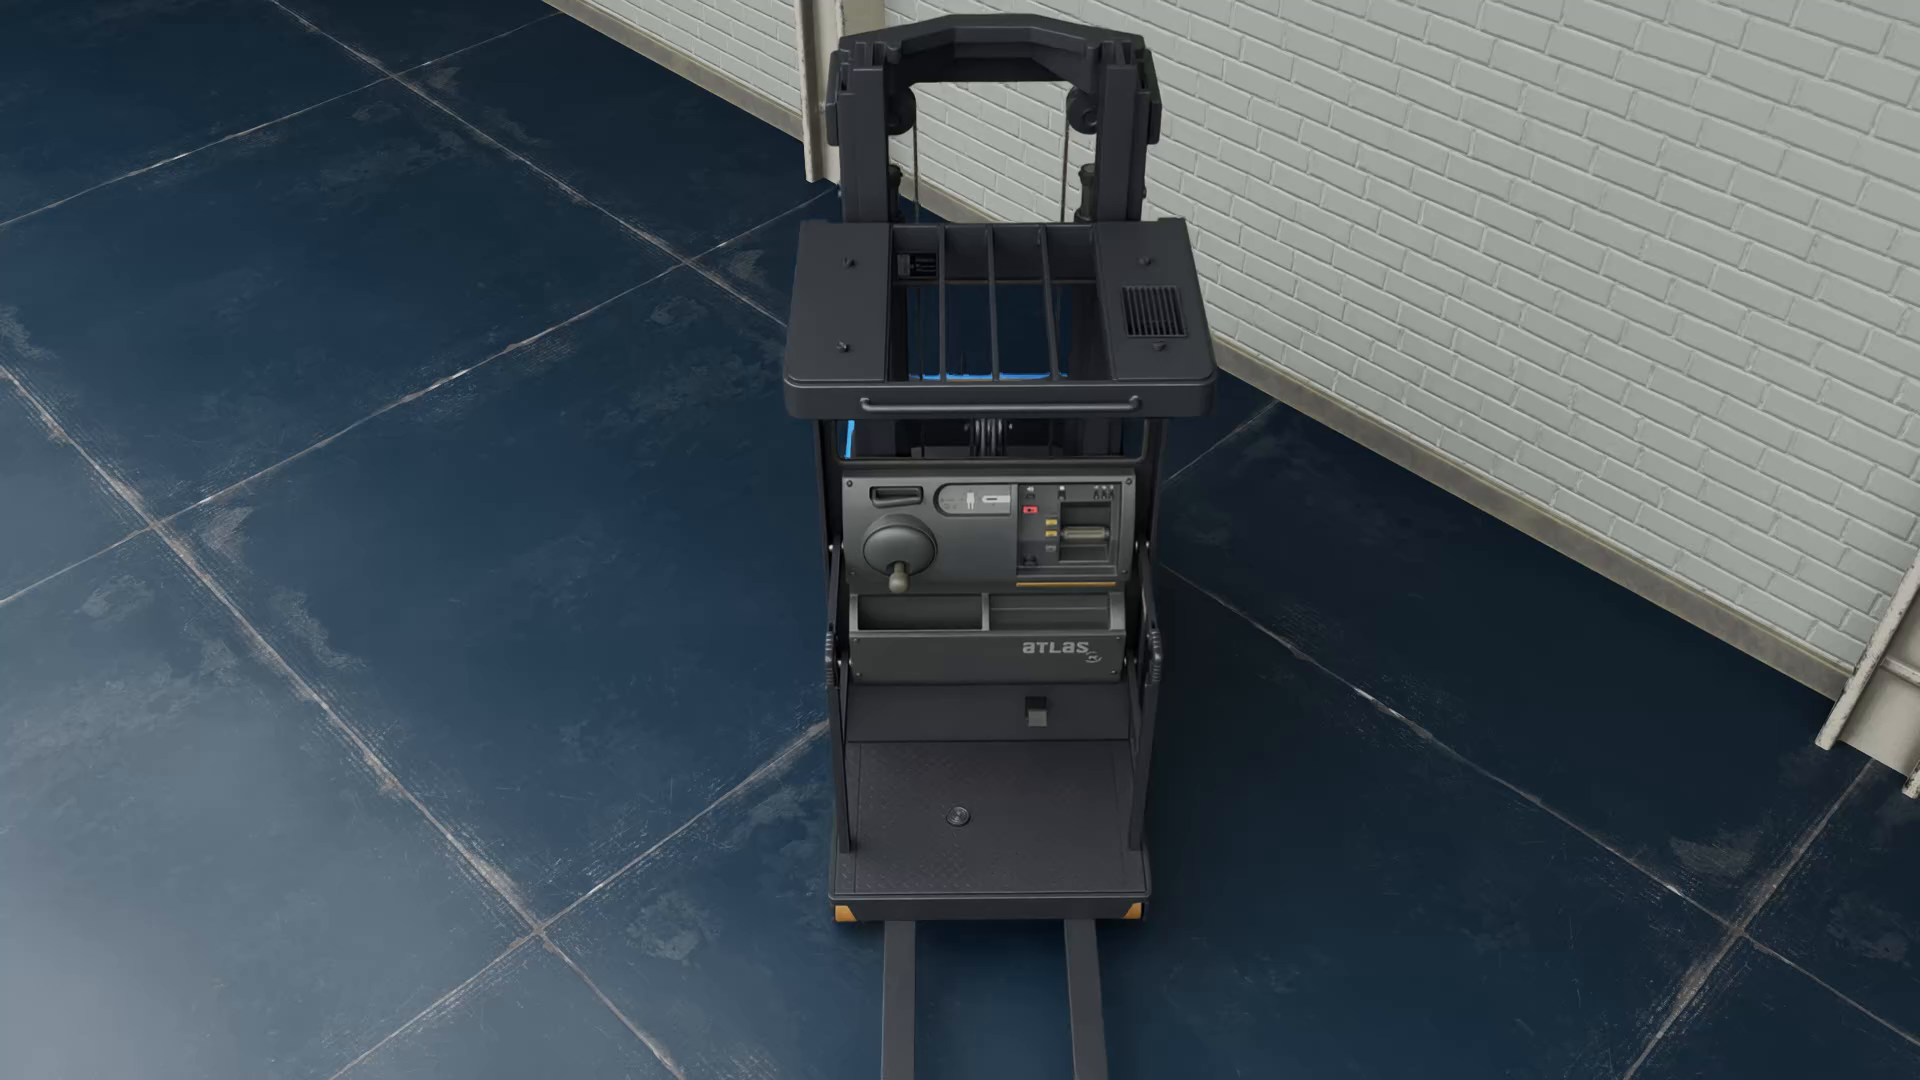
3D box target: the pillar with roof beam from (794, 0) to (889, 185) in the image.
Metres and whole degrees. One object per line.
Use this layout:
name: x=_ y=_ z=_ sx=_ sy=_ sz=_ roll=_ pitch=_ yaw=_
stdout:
pillar with roof beam: x=-3.694 y=-3.309 z=4.318 sx=9.100 sy=9.000 sz=0.400 roll=-34 pitch=53 yaw=-31

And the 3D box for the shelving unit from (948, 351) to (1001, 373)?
shelving unit: x=0.008 y=-0.346 z=7.079 sx=0.258 sy=0.900 sz=0.210 roll=-33 pitch=52 yaw=-31

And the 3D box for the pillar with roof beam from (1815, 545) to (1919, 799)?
pillar with roof beam: x=0.543 y=-0.426 z=1.198 sx=9.100 sy=9.000 sz=0.400 roll=-34 pitch=53 yaw=-31

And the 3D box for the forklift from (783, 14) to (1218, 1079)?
forklift: x=0.097 y=0.057 z=5.146 sx=1.130 sy=2.935 sz=3.031 roll=0 pitch=43 yaw=0

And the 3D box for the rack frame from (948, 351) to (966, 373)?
rack frame: x=-0.063 y=-0.396 z=7.133 sx=0.240 sy=0.900 sz=0.006 roll=-33 pitch=52 yaw=-31
